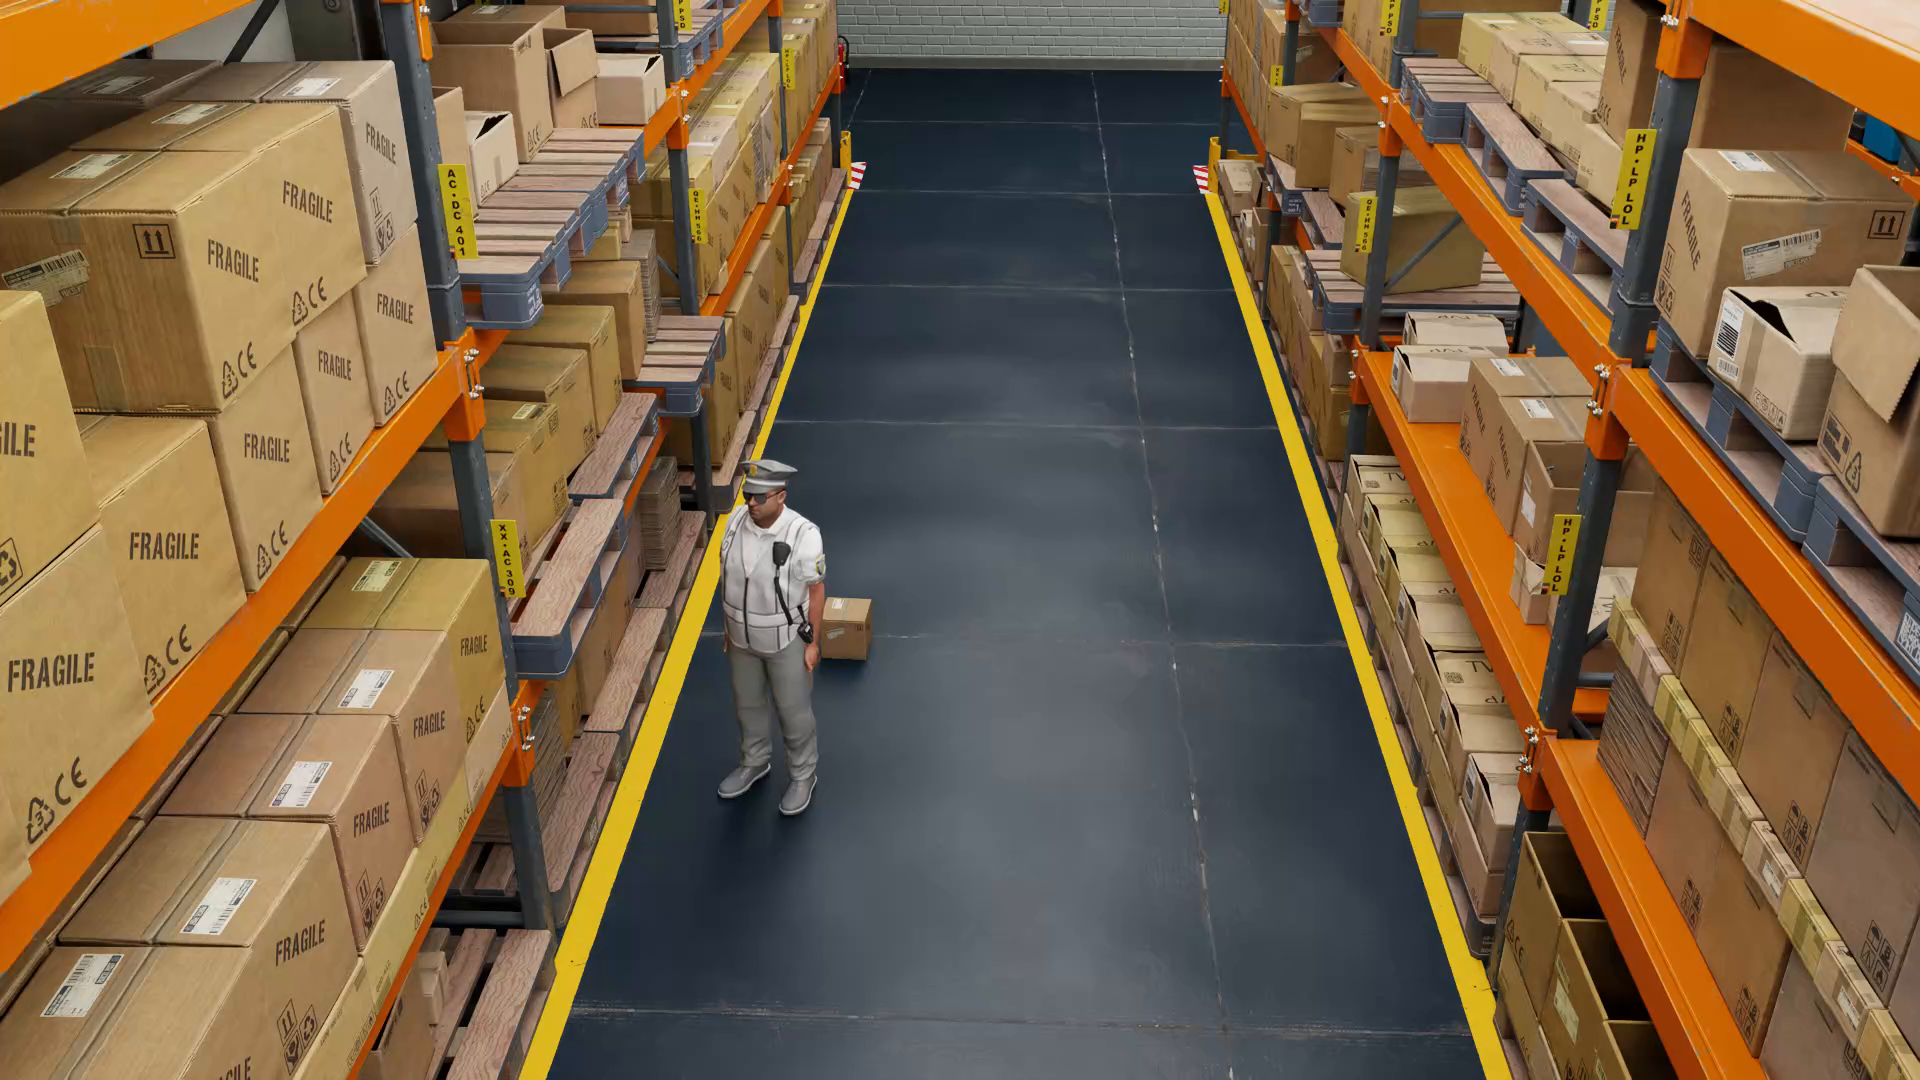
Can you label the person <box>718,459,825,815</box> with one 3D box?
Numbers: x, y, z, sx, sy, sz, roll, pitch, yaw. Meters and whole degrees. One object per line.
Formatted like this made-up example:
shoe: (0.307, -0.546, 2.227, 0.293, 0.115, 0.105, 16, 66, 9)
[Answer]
person: (-0.889, 0.434, 7.767, 0.518, 1.775, 0.405, 11, 30, 21)
